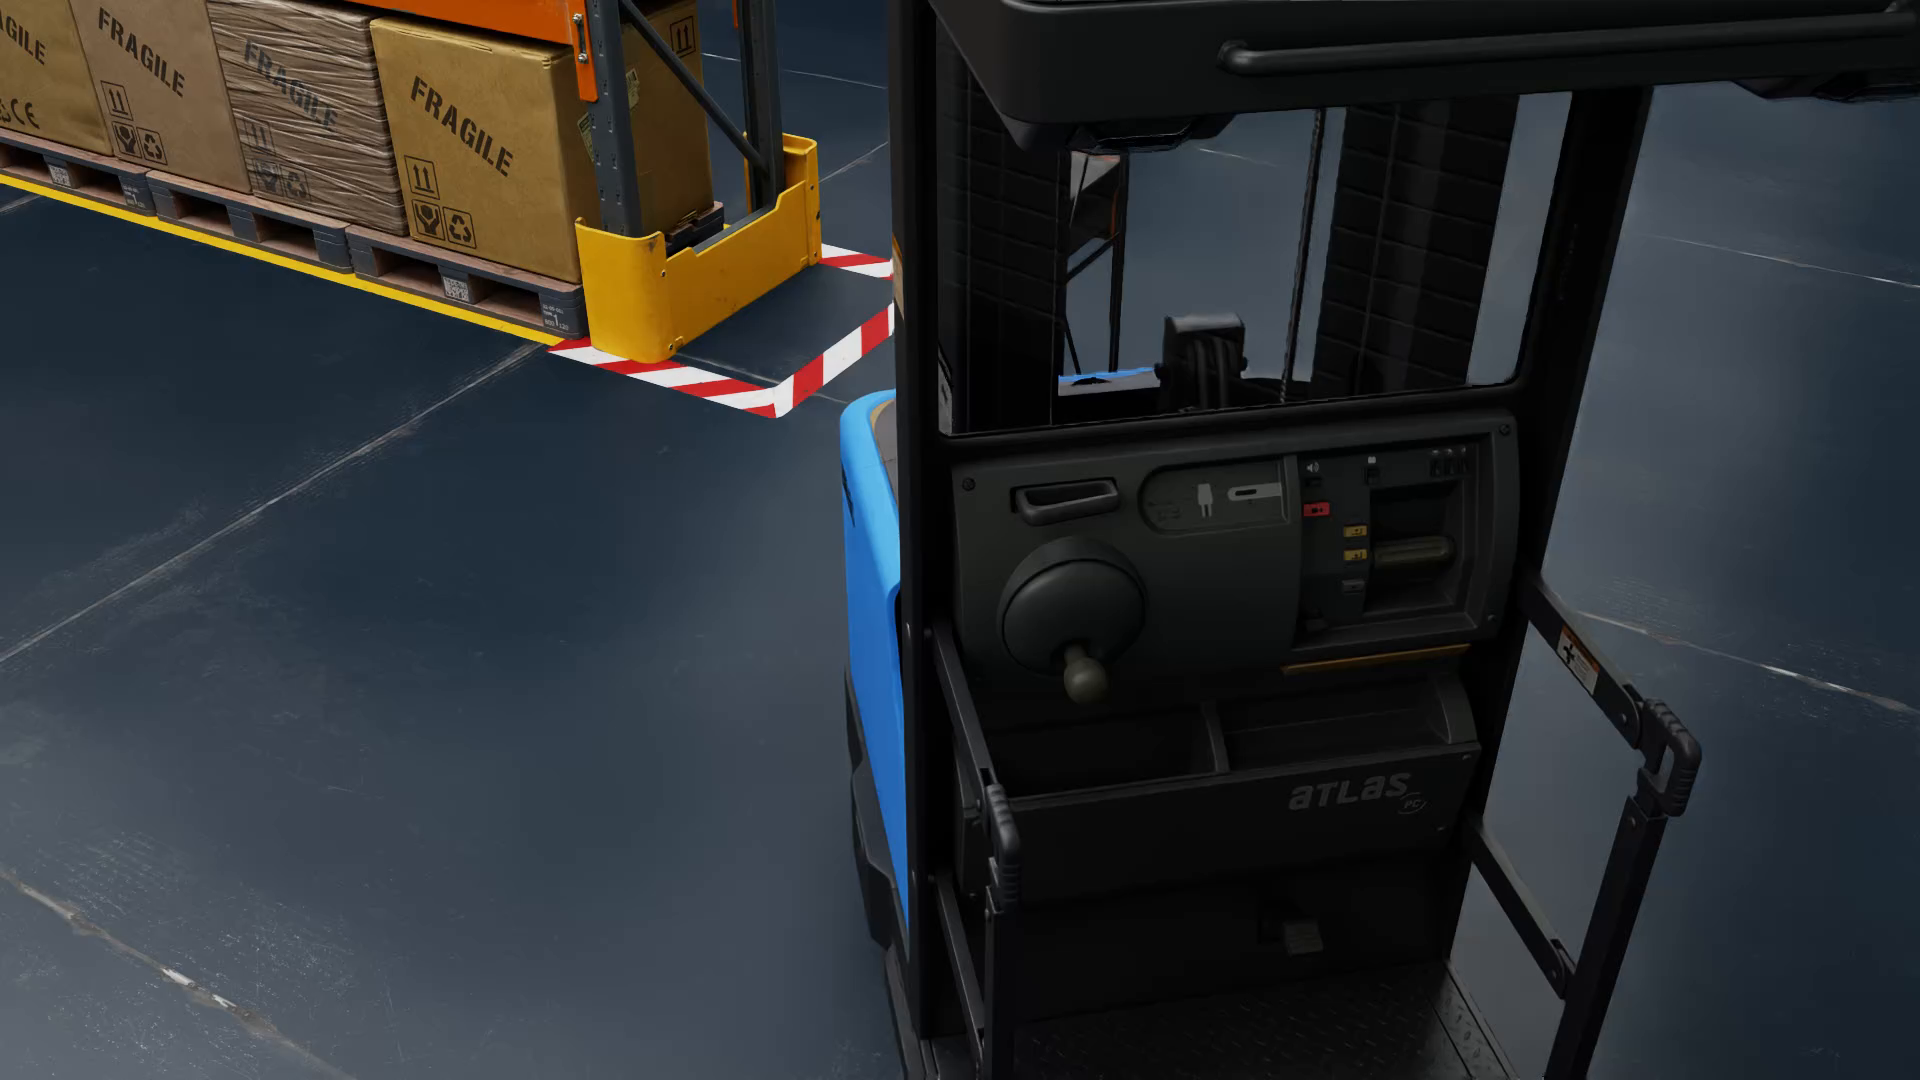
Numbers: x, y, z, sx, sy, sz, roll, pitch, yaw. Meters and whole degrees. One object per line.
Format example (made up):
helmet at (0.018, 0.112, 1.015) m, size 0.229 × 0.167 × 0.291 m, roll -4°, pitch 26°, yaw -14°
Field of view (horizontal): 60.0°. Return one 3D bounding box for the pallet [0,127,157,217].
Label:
pallet at (-3.871, -1.924, 7.948) m, size 1.213 × 0.211 × 1.003 m, roll 18°, pitch 37°, yaw 24°

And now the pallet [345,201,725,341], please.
pallet at (-1.752, -1.253, 6.941) m, size 1.213 × 0.211 × 1.003 m, roll 18°, pitch 37°, yaw 24°

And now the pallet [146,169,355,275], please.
pallet at (-2.807, -1.589, 7.445) m, size 1.213 × 0.211 × 1.003 m, roll 18°, pitch 37°, yaw 24°

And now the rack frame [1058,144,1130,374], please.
rack frame at (0.356, -0.761, 4.499) m, size 0.015 × 2.100 × 0.400 m, roll 18°, pitch 37°, yaw 24°

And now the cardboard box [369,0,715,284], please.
cardboard box at (-1.615, -1.659, 6.573) m, size 0.875 × 0.875 × 0.875 m, roll 18°, pitch 37°, yaw 24°

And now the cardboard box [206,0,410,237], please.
cardboard box at (-2.405, -1.909, 6.949) m, size 0.875 × 0.875 × 0.875 m, roll 18°, pitch 37°, yaw 24°

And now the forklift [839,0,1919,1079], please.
forklift at (0.493, 0.085, 2.478) m, size 1.130 × 2.935 × 3.031 m, roll -6°, pitch 34°, yaw -9°

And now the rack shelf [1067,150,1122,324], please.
rack shelf at (0.144, -0.817, 4.607) m, size 0.480 × 0.518 × 0.431 m, roll 18°, pitch 37°, yaw 24°

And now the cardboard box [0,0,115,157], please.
cardboard box at (-3.959, -2.402, 7.688) m, size 0.875 × 0.875 × 0.875 m, roll 18°, pitch 37°, yaw 24°

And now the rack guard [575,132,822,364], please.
rack guard at (-0.998, -1.184, 6.577) m, size 0.348 × 0.500 × 1.175 m, roll 18°, pitch 37°, yaw 24°

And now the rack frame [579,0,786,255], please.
rack frame at (-1.019, -2.231, 5.894) m, size 0.127 × 3.000 × 1.000 m, roll 18°, pitch 37°, yaw 24°

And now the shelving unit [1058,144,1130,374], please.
shelving unit at (0.144, -0.828, 4.600) m, size 0.503 × 2.100 × 0.431 m, roll 18°, pitch 37°, yaw 24°

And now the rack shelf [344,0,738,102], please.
rack shelf at (-2.756, -2.482, 6.920) m, size 4.000 × 0.370 × 1.077 m, roll 18°, pitch 37°, yaw 24°

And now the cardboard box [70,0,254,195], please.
cardboard box at (-3.177, -2.154, 7.317) m, size 0.875 × 0.875 × 0.875 m, roll 18°, pitch 37°, yaw 24°
